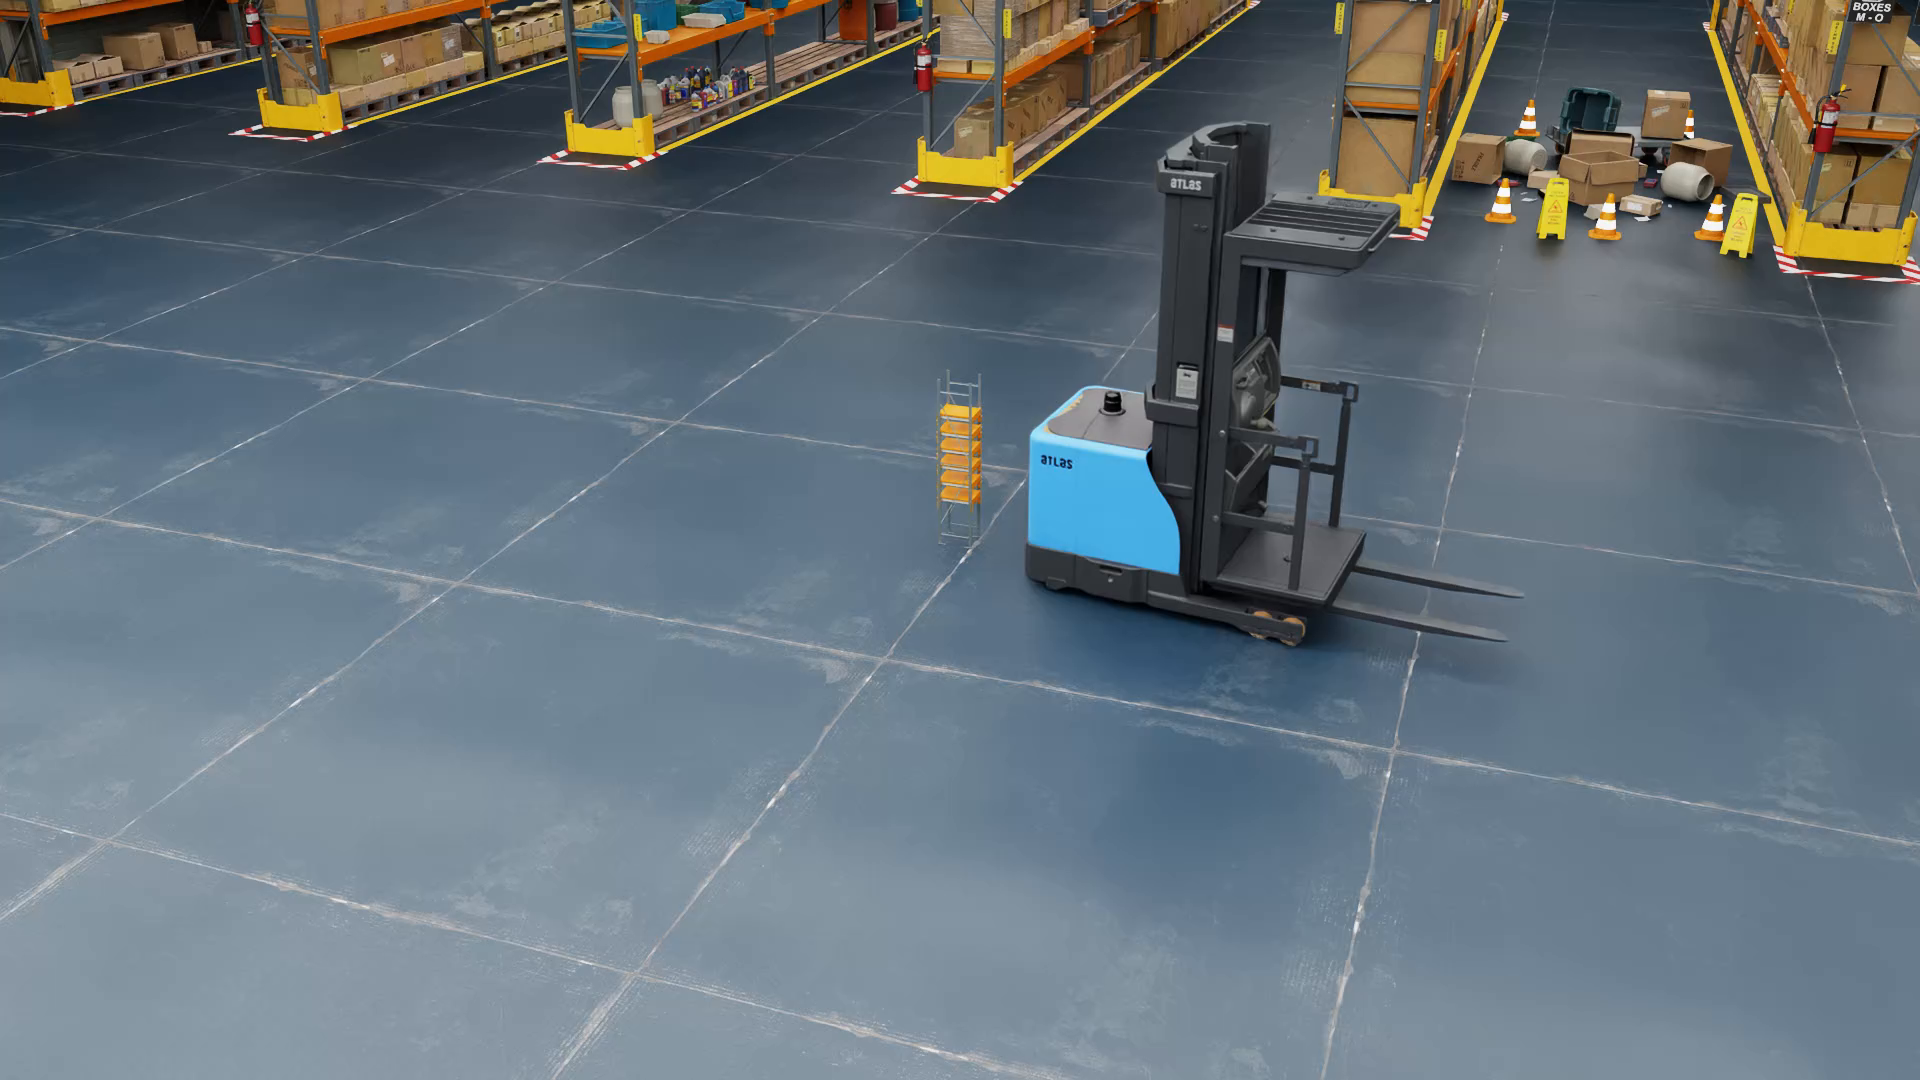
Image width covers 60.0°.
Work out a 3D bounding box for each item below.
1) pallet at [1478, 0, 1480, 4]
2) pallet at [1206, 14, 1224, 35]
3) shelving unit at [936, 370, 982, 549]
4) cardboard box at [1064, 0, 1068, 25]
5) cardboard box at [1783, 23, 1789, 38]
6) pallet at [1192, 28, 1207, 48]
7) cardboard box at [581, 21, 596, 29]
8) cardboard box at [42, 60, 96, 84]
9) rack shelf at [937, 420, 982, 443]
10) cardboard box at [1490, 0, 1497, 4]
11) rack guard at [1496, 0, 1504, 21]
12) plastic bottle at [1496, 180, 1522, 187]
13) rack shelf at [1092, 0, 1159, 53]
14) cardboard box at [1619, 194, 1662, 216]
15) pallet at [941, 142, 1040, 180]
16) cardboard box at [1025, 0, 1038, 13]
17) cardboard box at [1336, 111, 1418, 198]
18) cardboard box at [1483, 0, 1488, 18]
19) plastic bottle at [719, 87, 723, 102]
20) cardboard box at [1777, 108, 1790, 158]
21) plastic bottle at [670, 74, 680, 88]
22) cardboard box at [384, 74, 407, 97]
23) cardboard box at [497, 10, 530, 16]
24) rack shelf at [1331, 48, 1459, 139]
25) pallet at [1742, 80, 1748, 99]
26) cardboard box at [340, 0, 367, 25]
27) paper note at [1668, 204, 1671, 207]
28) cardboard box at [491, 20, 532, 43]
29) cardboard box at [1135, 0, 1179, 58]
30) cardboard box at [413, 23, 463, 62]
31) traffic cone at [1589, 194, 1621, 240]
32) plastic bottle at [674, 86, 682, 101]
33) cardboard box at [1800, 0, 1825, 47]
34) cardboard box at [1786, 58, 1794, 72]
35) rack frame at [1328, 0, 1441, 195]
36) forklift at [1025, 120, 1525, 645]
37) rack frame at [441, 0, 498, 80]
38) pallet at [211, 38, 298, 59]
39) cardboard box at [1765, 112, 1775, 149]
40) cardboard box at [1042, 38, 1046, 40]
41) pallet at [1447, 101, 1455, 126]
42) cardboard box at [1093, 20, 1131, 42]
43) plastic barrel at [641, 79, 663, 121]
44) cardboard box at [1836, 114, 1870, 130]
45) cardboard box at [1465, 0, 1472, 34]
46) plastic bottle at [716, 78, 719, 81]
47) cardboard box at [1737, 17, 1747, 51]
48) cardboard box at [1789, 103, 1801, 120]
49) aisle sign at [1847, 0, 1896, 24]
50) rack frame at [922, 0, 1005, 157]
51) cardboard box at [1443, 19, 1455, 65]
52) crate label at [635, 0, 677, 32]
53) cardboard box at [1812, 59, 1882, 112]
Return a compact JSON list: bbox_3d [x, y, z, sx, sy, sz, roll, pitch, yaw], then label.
[{"bbox_3d":[7.484,-8.529,25.868,1.213,0.211,1.003,9,27,17],"label":"pallet"},{"bbox_3d":[4.361,-9.758,31.385,1.003,0.211,1.213,9,27,17],"label":"pallet"},{"bbox_3d":[-0.005,-0.534,11.200,0.258,1.200,0.189,9,27,17],"label":"shelving unit"},{"bbox_3d":[0.965,-7.227,22.502,0.875,0.500,0.500,9,27,17],"label":"cardboard box"},{"bbox_3d":[10.785,-6.532,21.328,0.380,0.149,0.250,8,27,17],"label":"cardboard box"},{"bbox_3d":[3.849,-9.129,30.086,1.003,0.211,1.213,9,27,17],"label":"pallet"},{"bbox_3d":[-6.750,-8.994,29.280,0.500,0.250,0.500,8,27,17],"label":"cardboard box"},{"bbox_3d":[-13.657,-7.195,25.472,0.500,0.311,0.500,6,26,12],"label":"cardboard box"},{"bbox_3d":[-0.005,-0.710,11.115,0.258,0.103,0.180,9,27,17],"label":"rack shelf"},{"bbox_3d":[9.785,-10.079,30.955,0.380,0.149,0.250,10,28,19],"label":"cardboard box"},{"bbox_3d":[9.984,-10.439,32.460,1.175,0.500,0.348,9,27,17],"label":"rack guard"},{"bbox_3d":[6.759,-4.395,20.480,0.283,0.061,0.133,0,26,-1],"label":"plastic bottle"},{"bbox_3d":[2.038,-7.923,25.220,1.077,0.370,4.000,9,27,17],"label":"rack shelf"},{"bbox_3d":[7.918,-3.892,19.341,0.250,0.149,0.380,-20,33,-36],"label":"cardboard box"},{"bbox_3d":[0.370,-4.886,21.322,1.003,0.211,1.213,9,27,17],"label":"pallet"},{"bbox_3d":[0.654,-6.801,20.474,0.500,0.500,0.500,9,27,17],"label":"cardboard box"},{"bbox_3d":[4.848,-4.541,19.366,0.875,0.875,0.875,9,27,18],"label":"cardboard box"},{"bbox_3d":[8.669,-9.010,28.166,0.500,0.250,0.500,8,27,16],"label":"cardboard box"},{"bbox_3d":[-3.483,-6.444,24.048,0.097,0.201,0.097,0,26,0],"label":"plastic bottle"},{"bbox_3d":[10.100,-4.851,19.864,0.500,0.500,0.500,10,28,20],"label":"cardboard box"},{"bbox_3d":[-4.162,-6.625,24.249,0.144,0.351,0.185,9,27,17],"label":"plastic bottle"},{"bbox_3d":[-8.581,-6.770,24.687,0.500,0.250,0.500,9,27,17],"label":"cardboard box"},{"bbox_3d":[-7.597,-8.900,28.443,0.500,0.311,0.500,8,27,17],"label":"cardboard box"},{"bbox_3d":[5.351,-5.518,20.254,1.077,0.370,4.000,9,27,17],"label":"rack shelf"},{"bbox_3d":[12.382,-6.689,25.047,1.003,0.211,1.213,9,27,17],"label":"pallet"},{"bbox_3d":[-8.961,-7.670,23.759,0.700,0.500,0.500,9,27,19],"label":"cardboard box"},{"bbox_3d":[8.368,-3.940,19.600,0.032,0.001,0.123,9,27,17],"label":"paper note"},{"bbox_3d":[-7.424,-8.405,27.421,0.500,0.311,0.500,8,27,17],"label":"cardboard box"},{"bbox_3d":[2.953,-8.581,27.712,1.225,0.875,0.875,7,27,15],"label":"cardboard box"},{"bbox_3d":[-8.094,-7.725,25.800,0.500,0.500,0.500,9,27,17],"label":"cardboard box"},{"bbox_3d":[7.153,-3.587,18.351,0.336,0.463,0.334,9,27,17],"label":"traffic cone"},{"bbox_3d":[-4.096,-6.481,24.124,0.097,0.201,0.097,0,26,0],"label":"plastic bottle"},{"bbox_3d":[9.599,-5.645,18.088,0.700,0.500,0.500,8,27,17],"label":"cardboard box"},{"bbox_3d":[10.310,-5.791,20.281,0.380,0.149,0.250,9,27,17],"label":"cardboard box"},{"bbox_3d":[4.685,-5.020,18.399,1.000,3.000,0.127,9,27,17],"label":"rack frame"},{"bbox_3d":[1.983,-0.941,10.054,3.031,2.935,1.130,12,28,23],"label":"forklift"},{"bbox_3d":[-7.968,-8.863,26.336,1.000,3.000,0.127,9,27,17],"label":"rack frame"},{"bbox_3d":[-12.383,-8.644,29.085,1.003,0.211,1.213,9,27,17],"label":"pallet"},{"bbox_3d":[10.890,-5.209,21.325,0.950,0.372,0.625,9,27,18],"label":"cardboard box"},{"bbox_3d":[0.910,-6.474,21.692,0.380,0.149,0.250,9,27,17],"label":"cardboard box"},{"bbox_3d":[6.606,-6.240,24.118,1.003,0.211,1.213,9,27,17],"label":"pallet"},{"bbox_3d":[2.342,-7.980,26.015,0.500,0.250,0.500,12,28,23],"label":"cardboard box"},{"bbox_3d":[-4.316,-6.056,22.912,0.421,0.512,0.421,0,26,0],"label":"plastic barrel"},{"bbox_3d":[9.309,-4.415,17.439,0.380,0.149,0.250,10,27,19],"label":"cardboard box"},{"bbox_3d":[6.781,-7.298,22.991,0.500,0.500,0.500,9,27,17],"label":"cardboard box"},{"bbox_3d":[-3.517,-6.604,24.284,0.061,0.283,0.133,9,27,17],"label":"plastic bottle"},{"bbox_3d":[13.690,-8.553,28.155,0.875,0.438,0.875,8,27,17],"label":"cardboard box"},{"bbox_3d":[9.912,-5.000,19.426,0.380,0.149,0.250,10,28,20],"label":"cardboard box"},{"bbox_3d":[9.092,-5.530,16.470,0.394,0.787,0.004,9,27,17],"label":"aisle sign"},{"bbox_3d":[0.041,-5.781,19.971,1.000,3.000,0.127,9,27,17],"label":"rack frame"},{"bbox_3d":[5.743,-6.348,20.971,0.875,0.550,0.550,9,27,17],"label":"cardboard box"},{"bbox_3d":[-4.272,-7.310,23.090,0.502,0.435,0.616,9,27,17],"label":"crate label"},{"bbox_3d":[9.307,-4.785,17.459,0.500,0.500,0.500,8,27,17],"label":"cardboard box"}]
